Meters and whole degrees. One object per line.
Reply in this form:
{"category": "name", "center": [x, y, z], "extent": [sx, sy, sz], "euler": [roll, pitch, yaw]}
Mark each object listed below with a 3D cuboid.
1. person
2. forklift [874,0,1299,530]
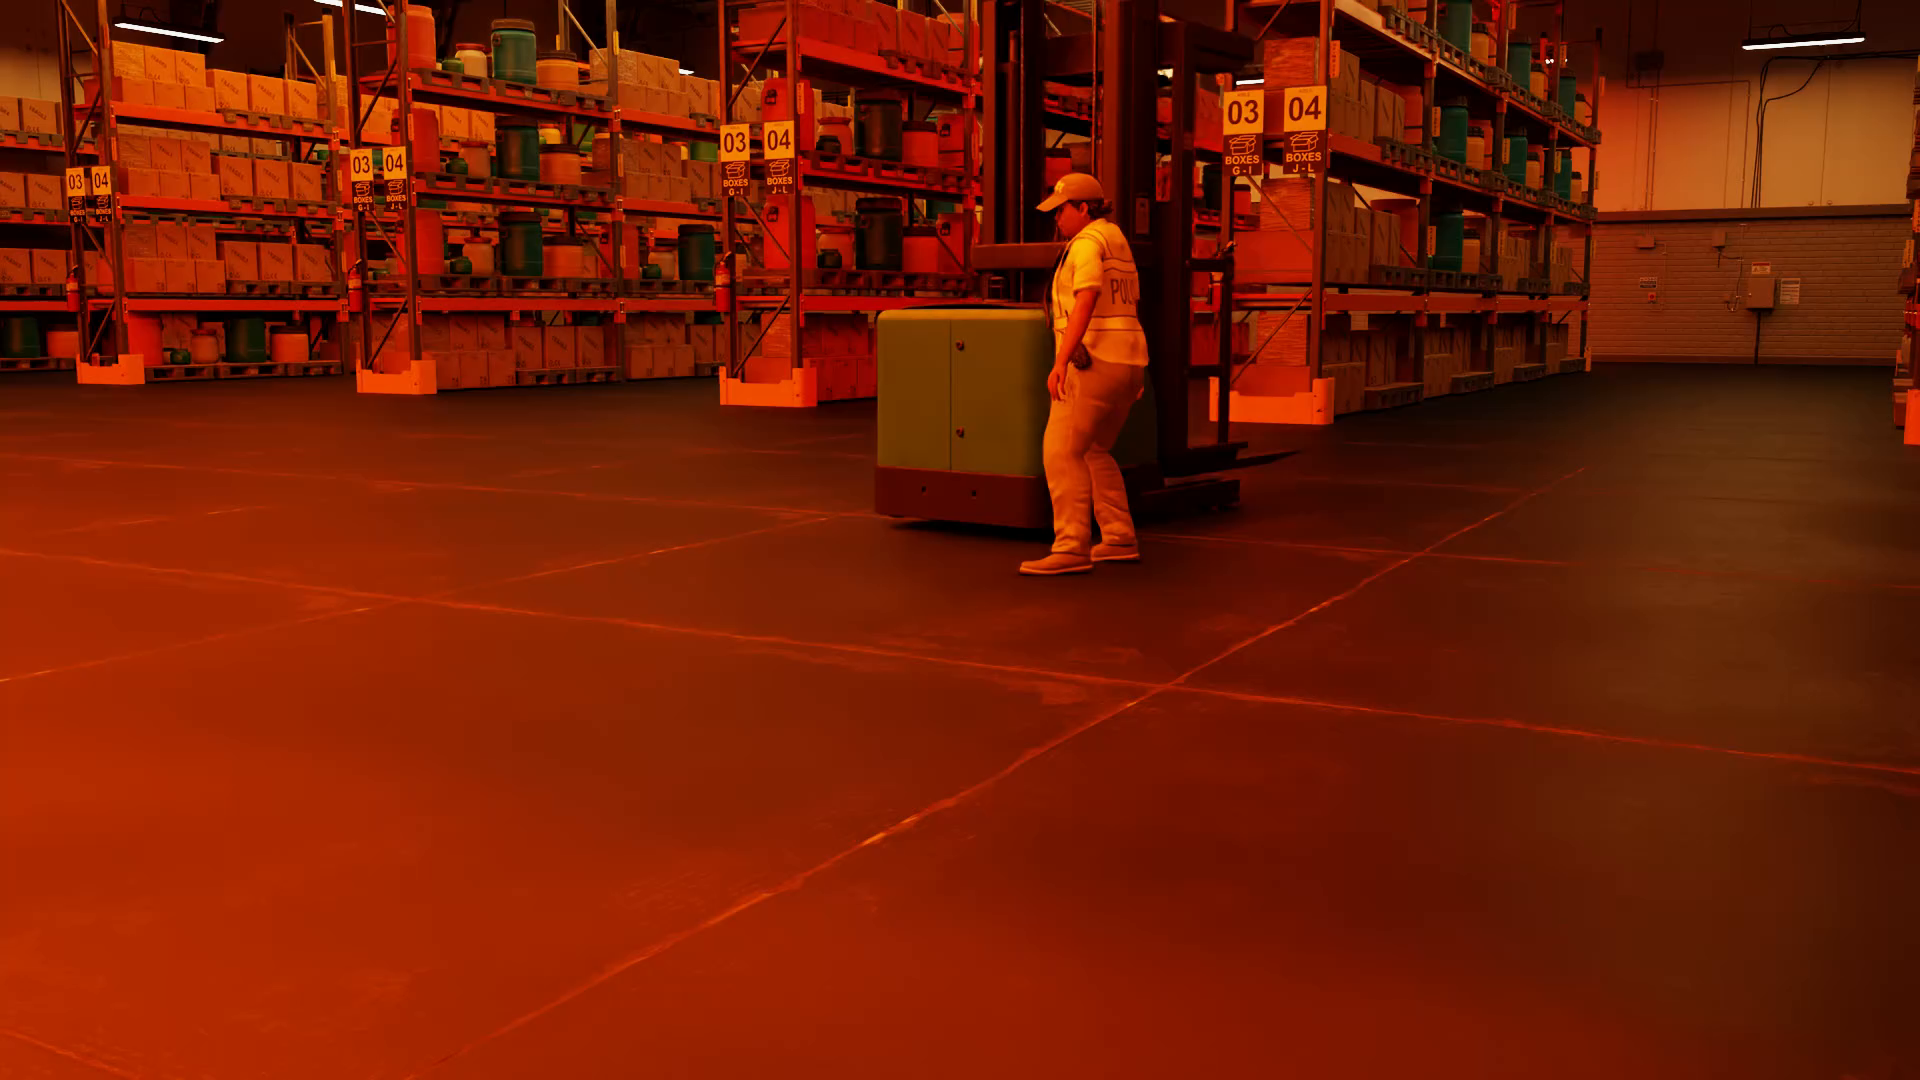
{"category": "person", "center": [0.533, -0.705, 6.956], "extent": [0.459, 1.640, 0.778], "euler": [3, 9, 22]}
{"category": "forklift", "center": [0.871, -1.635, 8.942], "extent": [1.130, 2.935, 3.031], "euler": [6, 10, 37]}
